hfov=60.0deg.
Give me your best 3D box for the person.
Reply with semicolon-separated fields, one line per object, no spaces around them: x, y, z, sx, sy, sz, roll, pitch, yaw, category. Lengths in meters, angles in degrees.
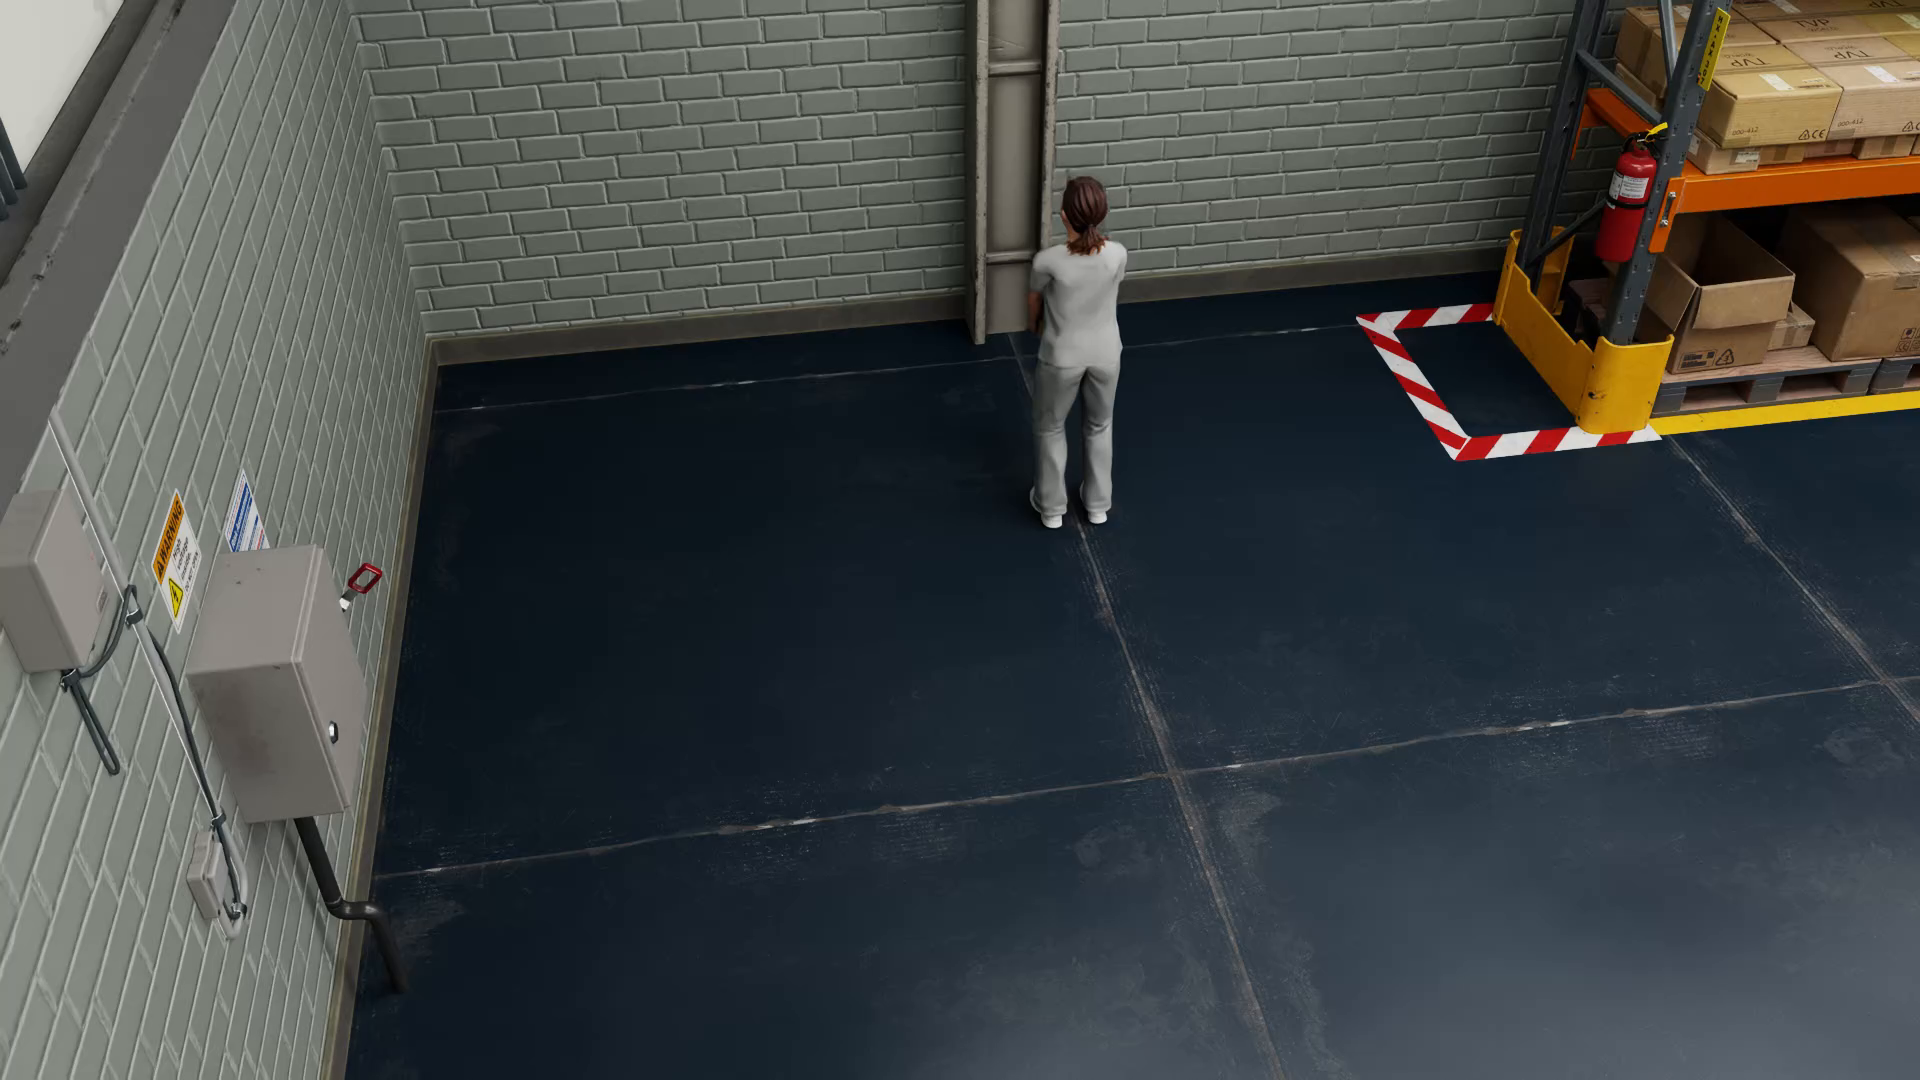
0.481;-0.833;7.201;0.410;1.669;0.507;-7;39;-9;person
